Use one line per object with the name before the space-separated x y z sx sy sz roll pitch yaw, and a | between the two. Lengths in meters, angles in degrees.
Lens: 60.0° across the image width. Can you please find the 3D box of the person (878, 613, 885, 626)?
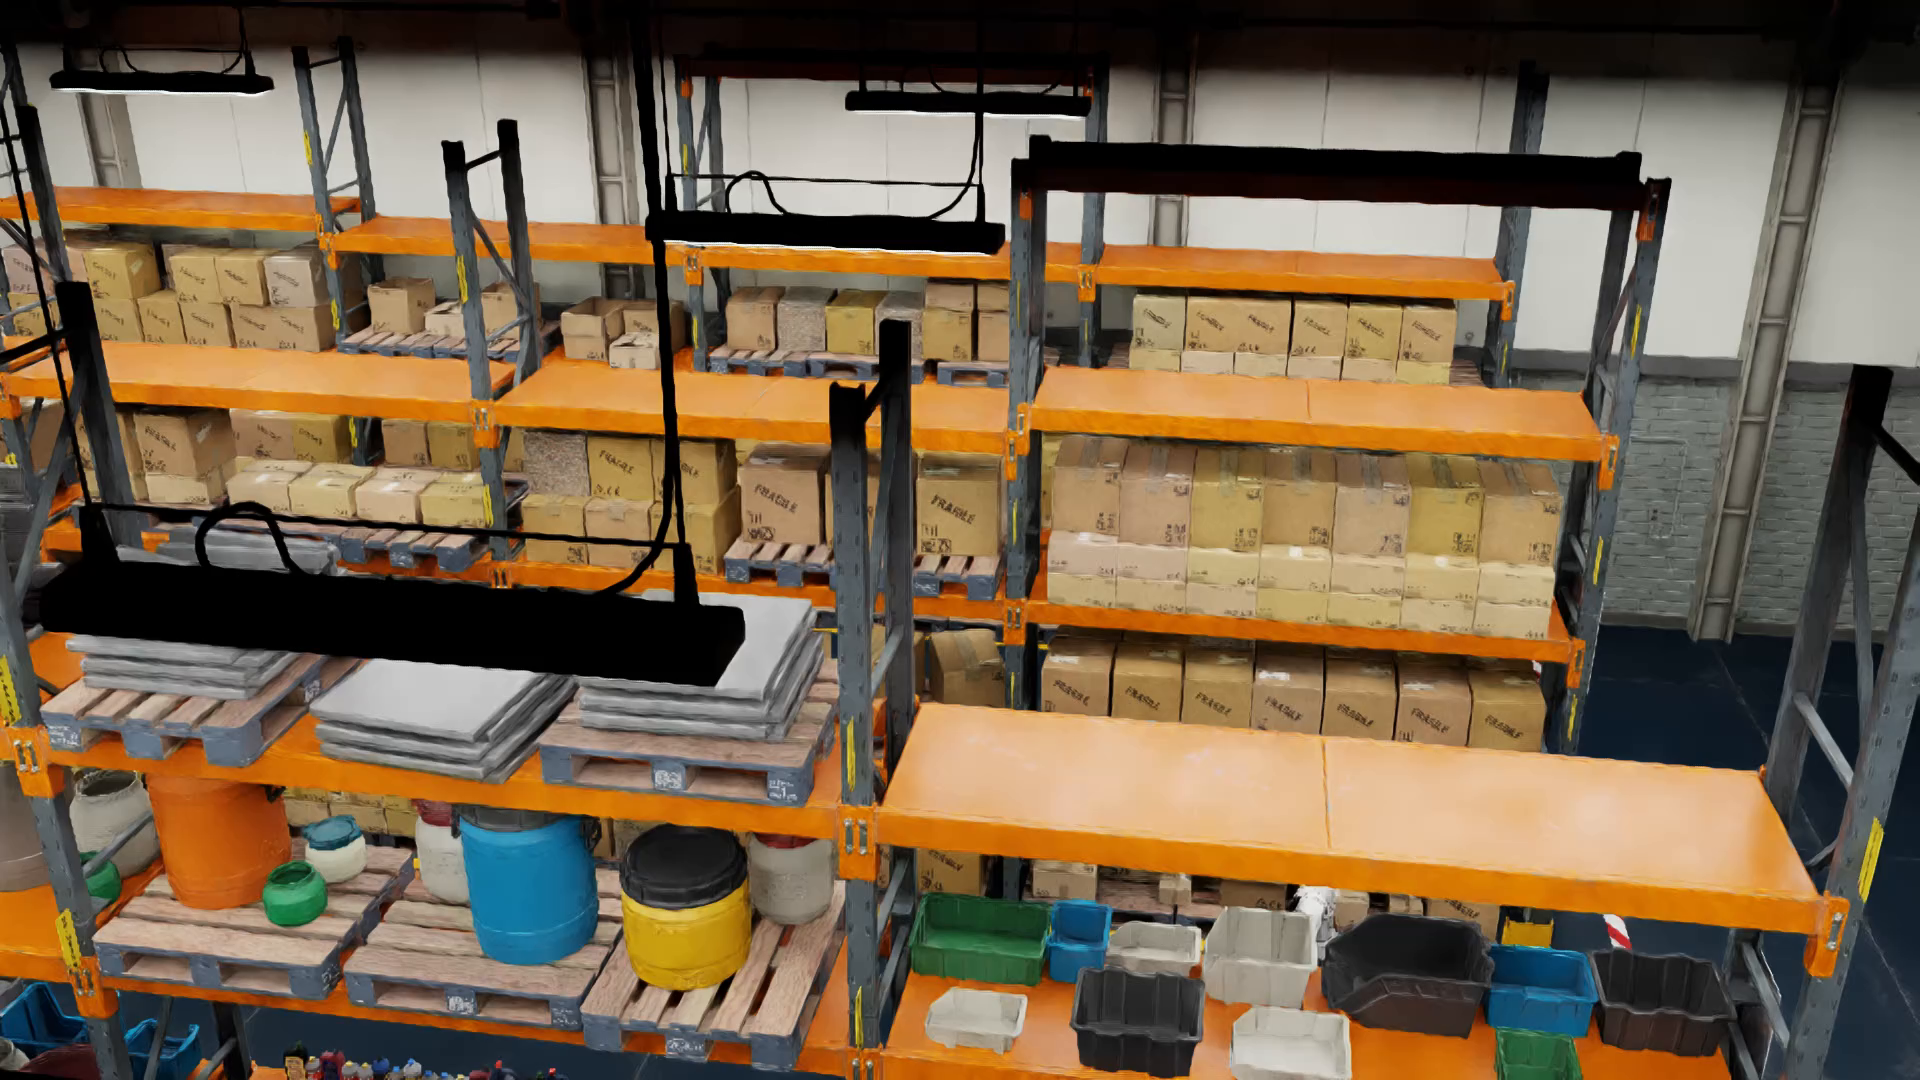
person | -0.573 1.368 15.036 1.110 1.572 0.446 5 24 11

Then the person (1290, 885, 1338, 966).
person | 2.443 2.857 11.540 0.999 1.623 0.461 3 23 8
